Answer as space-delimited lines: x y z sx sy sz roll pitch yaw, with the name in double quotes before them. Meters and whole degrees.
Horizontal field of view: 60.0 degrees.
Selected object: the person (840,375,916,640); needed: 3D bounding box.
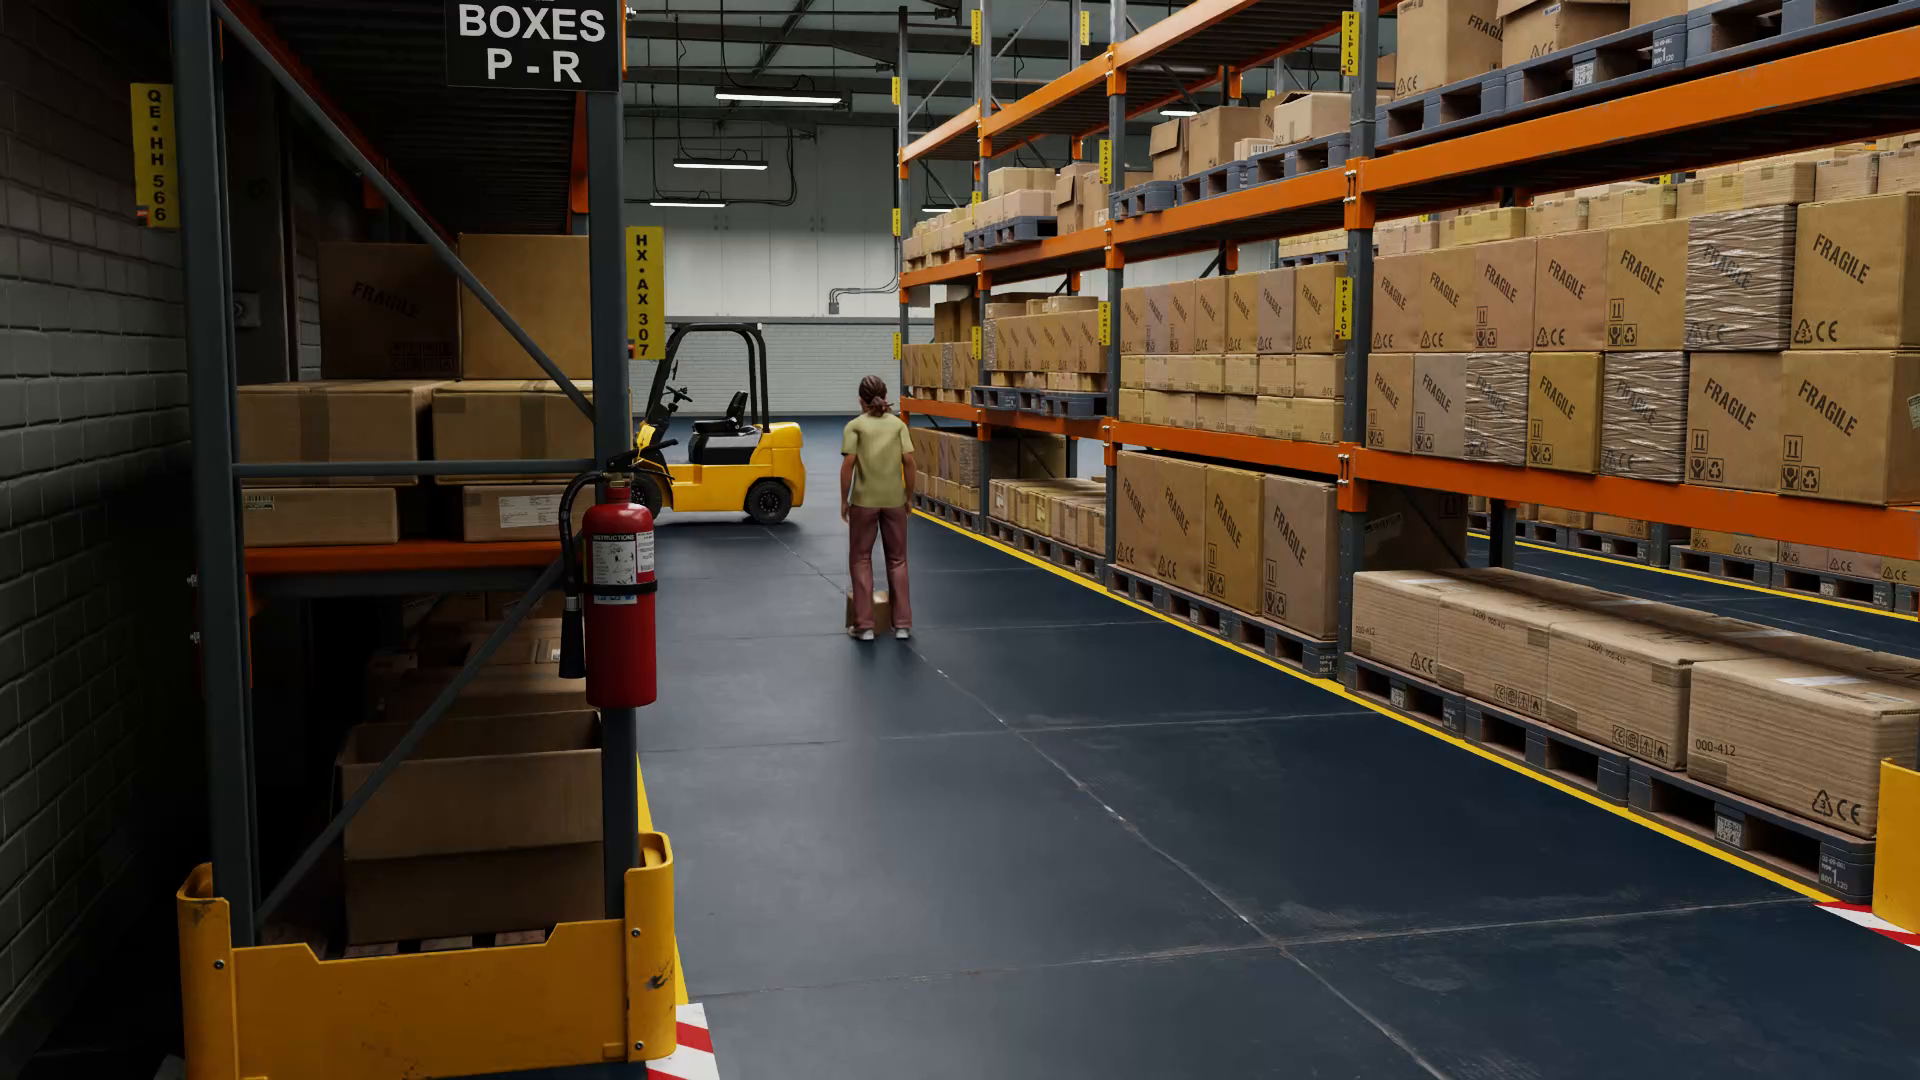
"person" -0.529 -0.207 10.549 0.493 1.673 0.359 -2 6 -16
